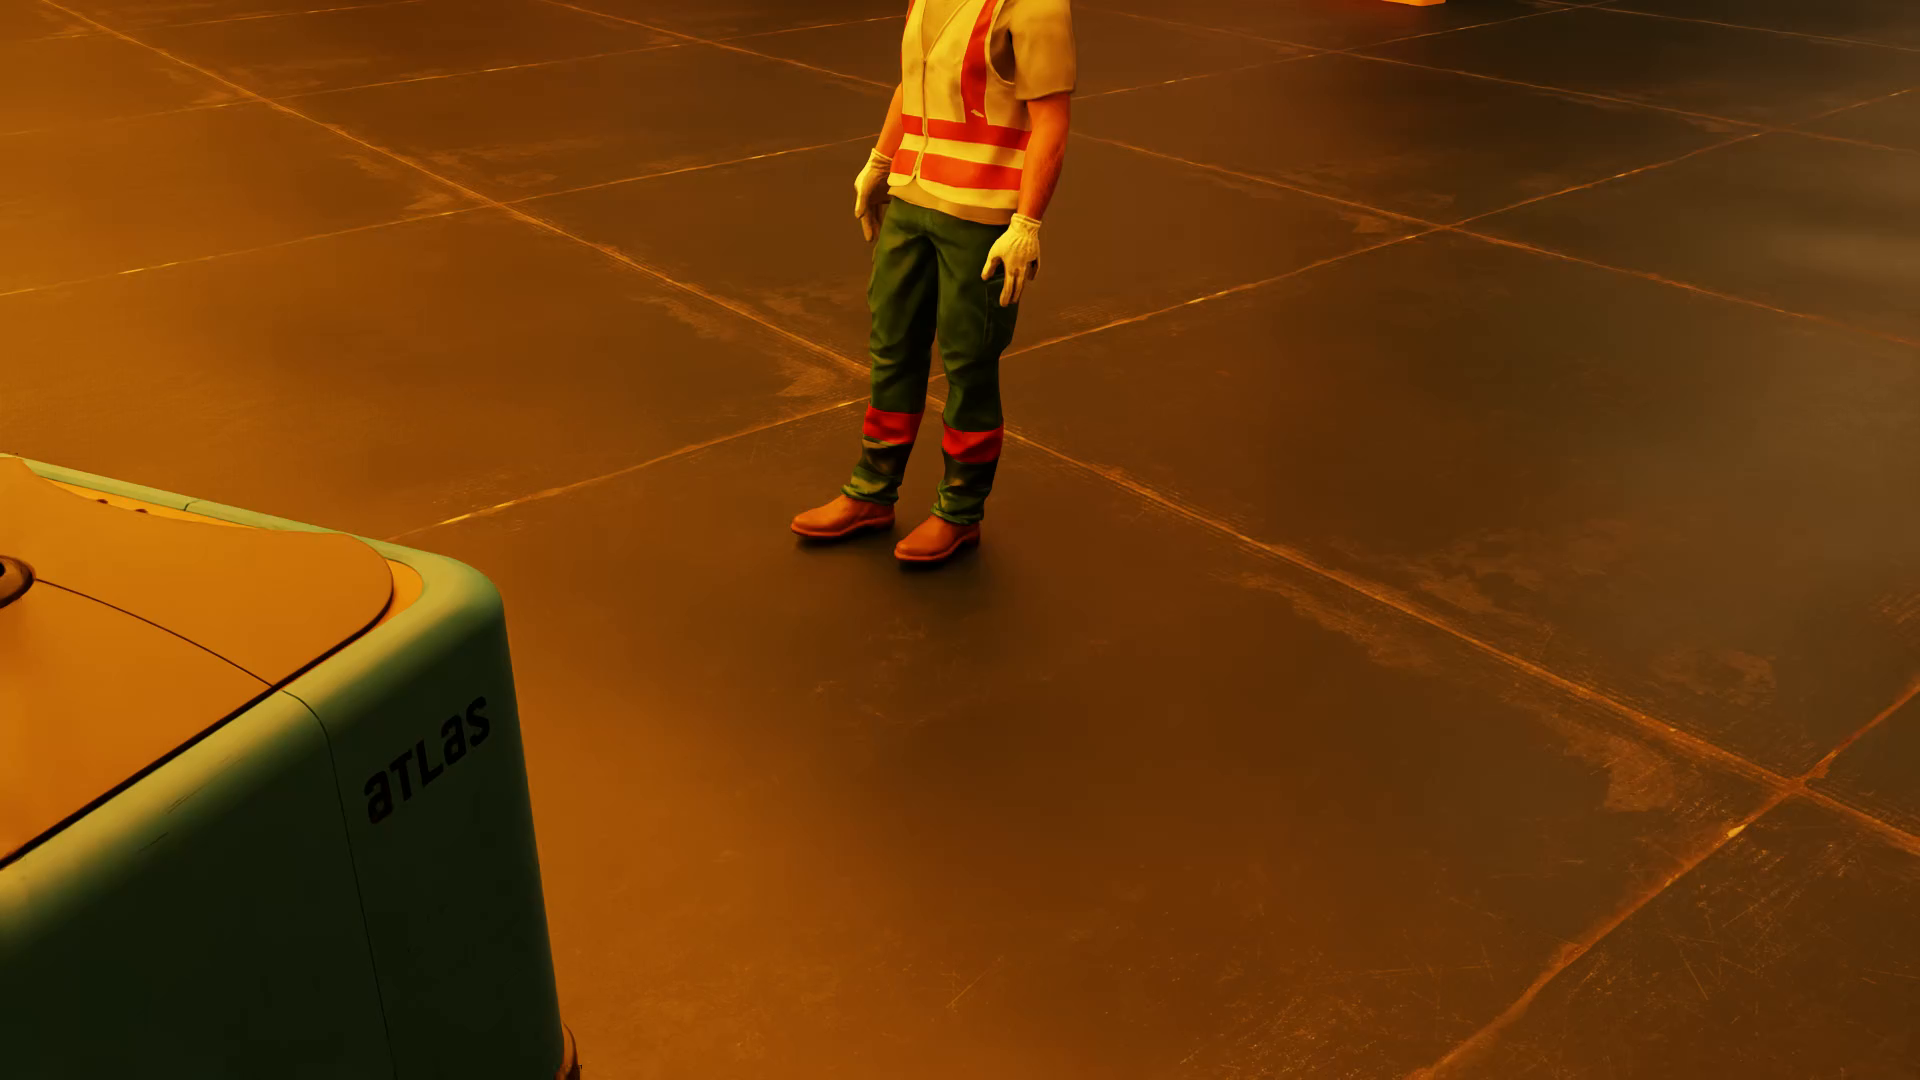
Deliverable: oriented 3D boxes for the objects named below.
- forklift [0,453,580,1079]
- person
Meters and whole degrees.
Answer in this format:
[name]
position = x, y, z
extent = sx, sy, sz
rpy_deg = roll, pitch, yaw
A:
[forklift]
position = -1.606, 0.189, 0.821
extent = 1.130, 2.935, 3.031
rpy_deg = 11, 29, 22
[person]
position = -0.070, -0.789, 4.062
extent = 0.562, 1.790, 0.637
rpy_deg = -20, 33, -35
